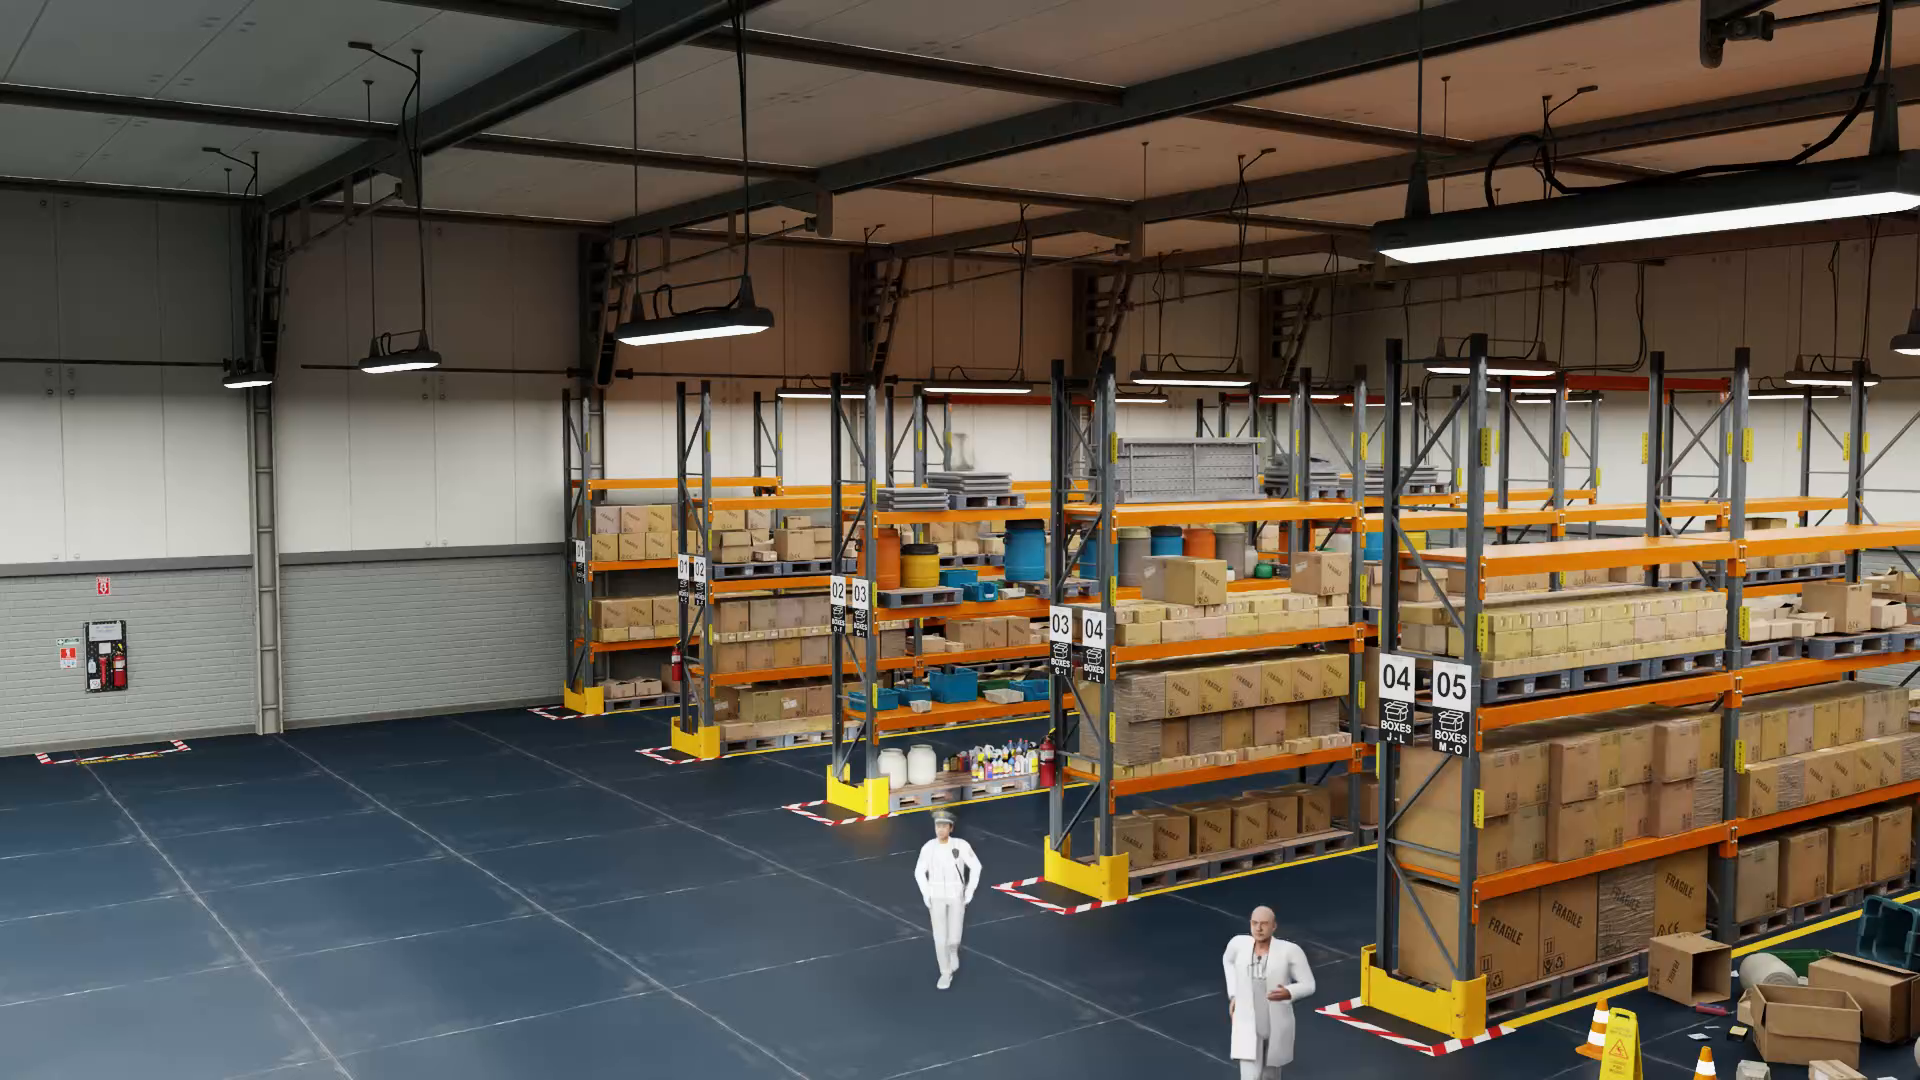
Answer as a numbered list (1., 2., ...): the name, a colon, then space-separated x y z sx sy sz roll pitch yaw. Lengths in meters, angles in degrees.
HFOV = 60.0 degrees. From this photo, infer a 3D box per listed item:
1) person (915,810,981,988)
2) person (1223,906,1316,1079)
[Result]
1. person: -0.124 3.345 15.541 0.623 1.664 0.497 0 4 7
2. person: 2.199 3.515 11.905 0.671 1.839 0.912 1 4 14
